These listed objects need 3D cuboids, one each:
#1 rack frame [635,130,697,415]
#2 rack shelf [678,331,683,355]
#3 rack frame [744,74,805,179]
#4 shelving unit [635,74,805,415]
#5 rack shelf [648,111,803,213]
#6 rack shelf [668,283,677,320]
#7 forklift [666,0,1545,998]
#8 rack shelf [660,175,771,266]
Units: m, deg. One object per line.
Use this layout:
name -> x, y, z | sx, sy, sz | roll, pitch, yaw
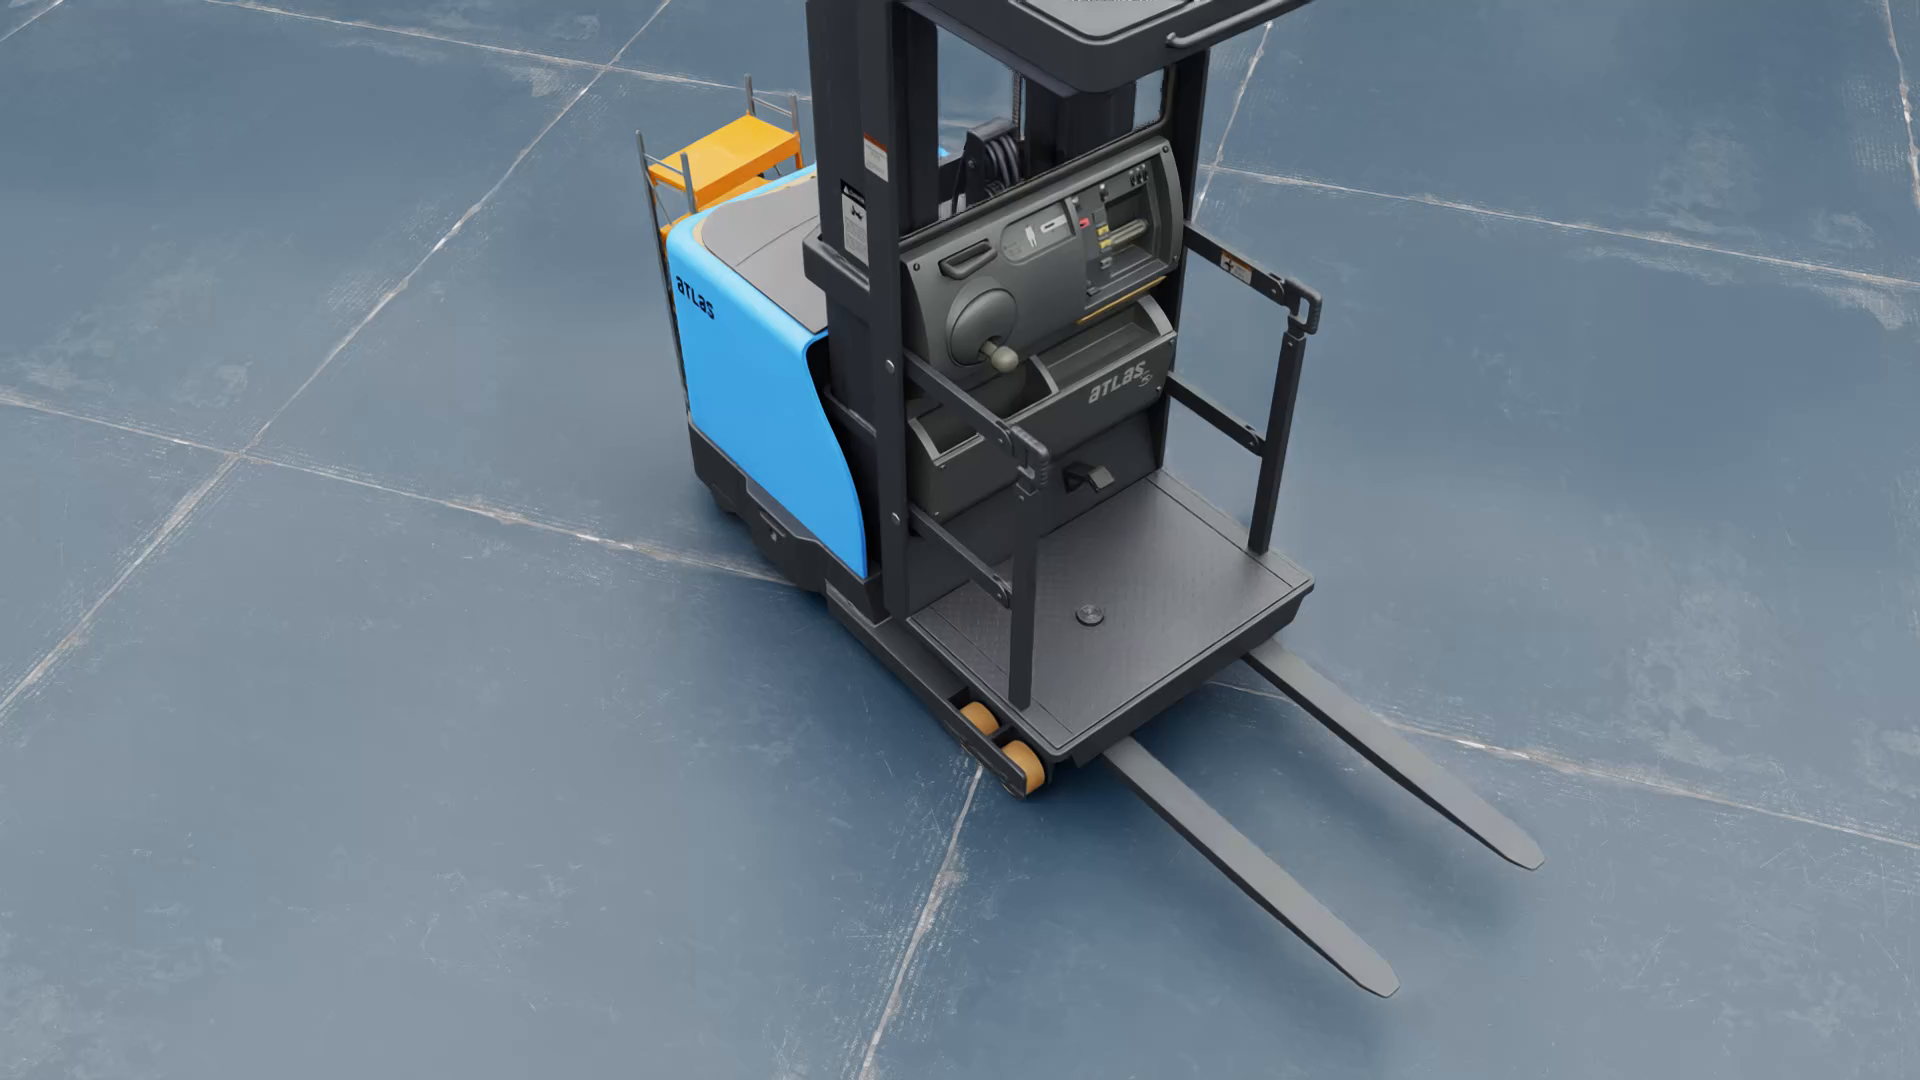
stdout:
rack frame -> -0.939, -0.833, 5.735 | 0.240, 1.200, 0.015 | 29, 51, 30
rack shelf -> -0.769, -0.766, 6.046 | 0.258, 0.148, 0.480 | 29, 51, 30
rack frame -> -0.619, -1.091, 5.998 | 0.240, 1.200, 0.015 | 29, 51, 30
shelving unit -> -0.779, -0.962, 5.866 | 0.258, 1.200, 0.503 | 29, 51, 30
rack shelf -> -0.792, -1.251, 5.601 | 0.258, 0.148, 0.480 | 29, 51, 30
rack shelf -> -0.776, -0.912, 5.912 | 0.258, 0.148, 0.480 | 29, 51, 30
forklift -> 0.382, -0.685, 4.355 | 1.130, 2.935, 3.031 | -30, 52, -27
rack shelf -> -0.784, -1.077, 5.761 | 0.258, 0.148, 0.480 | 29, 51, 30
